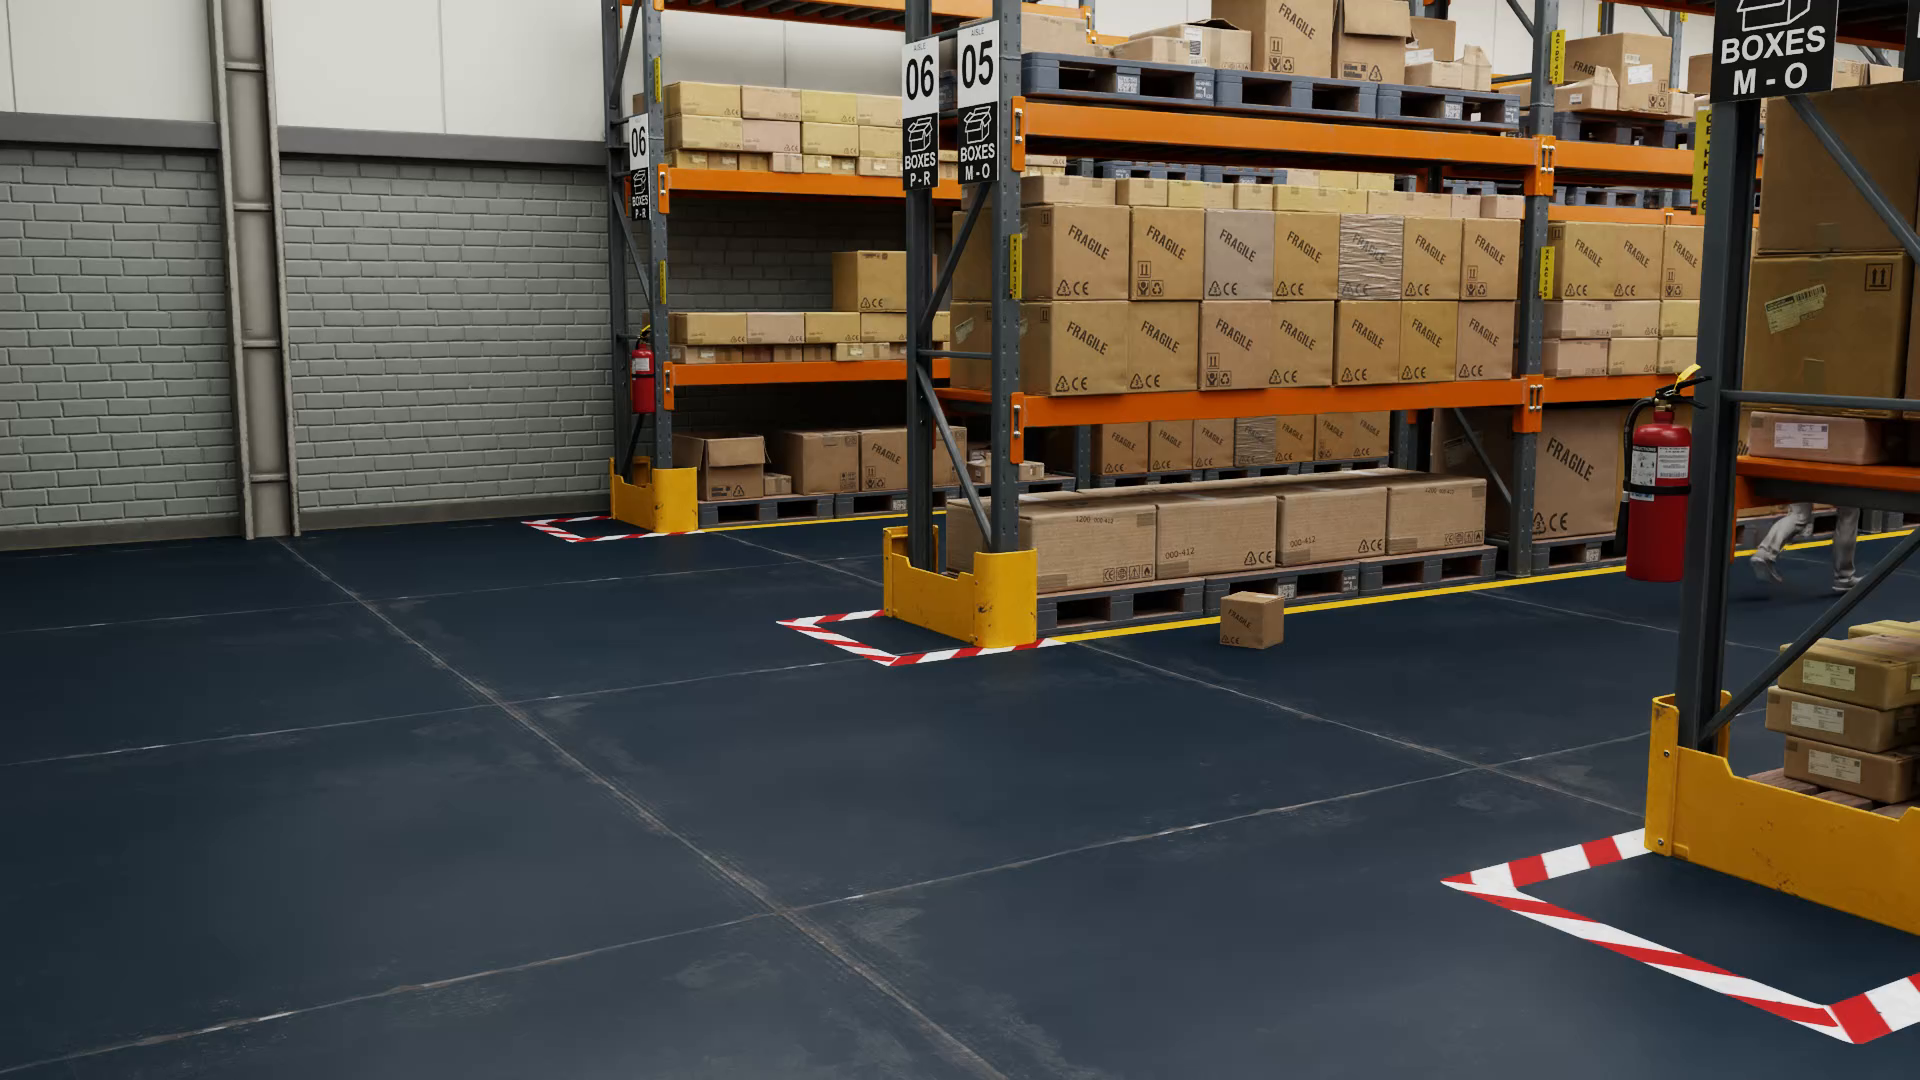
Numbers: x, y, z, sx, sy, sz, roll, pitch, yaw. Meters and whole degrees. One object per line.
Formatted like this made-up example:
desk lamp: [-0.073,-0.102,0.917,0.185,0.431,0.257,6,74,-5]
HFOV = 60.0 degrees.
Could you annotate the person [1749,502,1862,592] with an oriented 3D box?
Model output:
person: [5.226,-0.500,10.114,0.868,1.656,0.468,-5,10,-30]
